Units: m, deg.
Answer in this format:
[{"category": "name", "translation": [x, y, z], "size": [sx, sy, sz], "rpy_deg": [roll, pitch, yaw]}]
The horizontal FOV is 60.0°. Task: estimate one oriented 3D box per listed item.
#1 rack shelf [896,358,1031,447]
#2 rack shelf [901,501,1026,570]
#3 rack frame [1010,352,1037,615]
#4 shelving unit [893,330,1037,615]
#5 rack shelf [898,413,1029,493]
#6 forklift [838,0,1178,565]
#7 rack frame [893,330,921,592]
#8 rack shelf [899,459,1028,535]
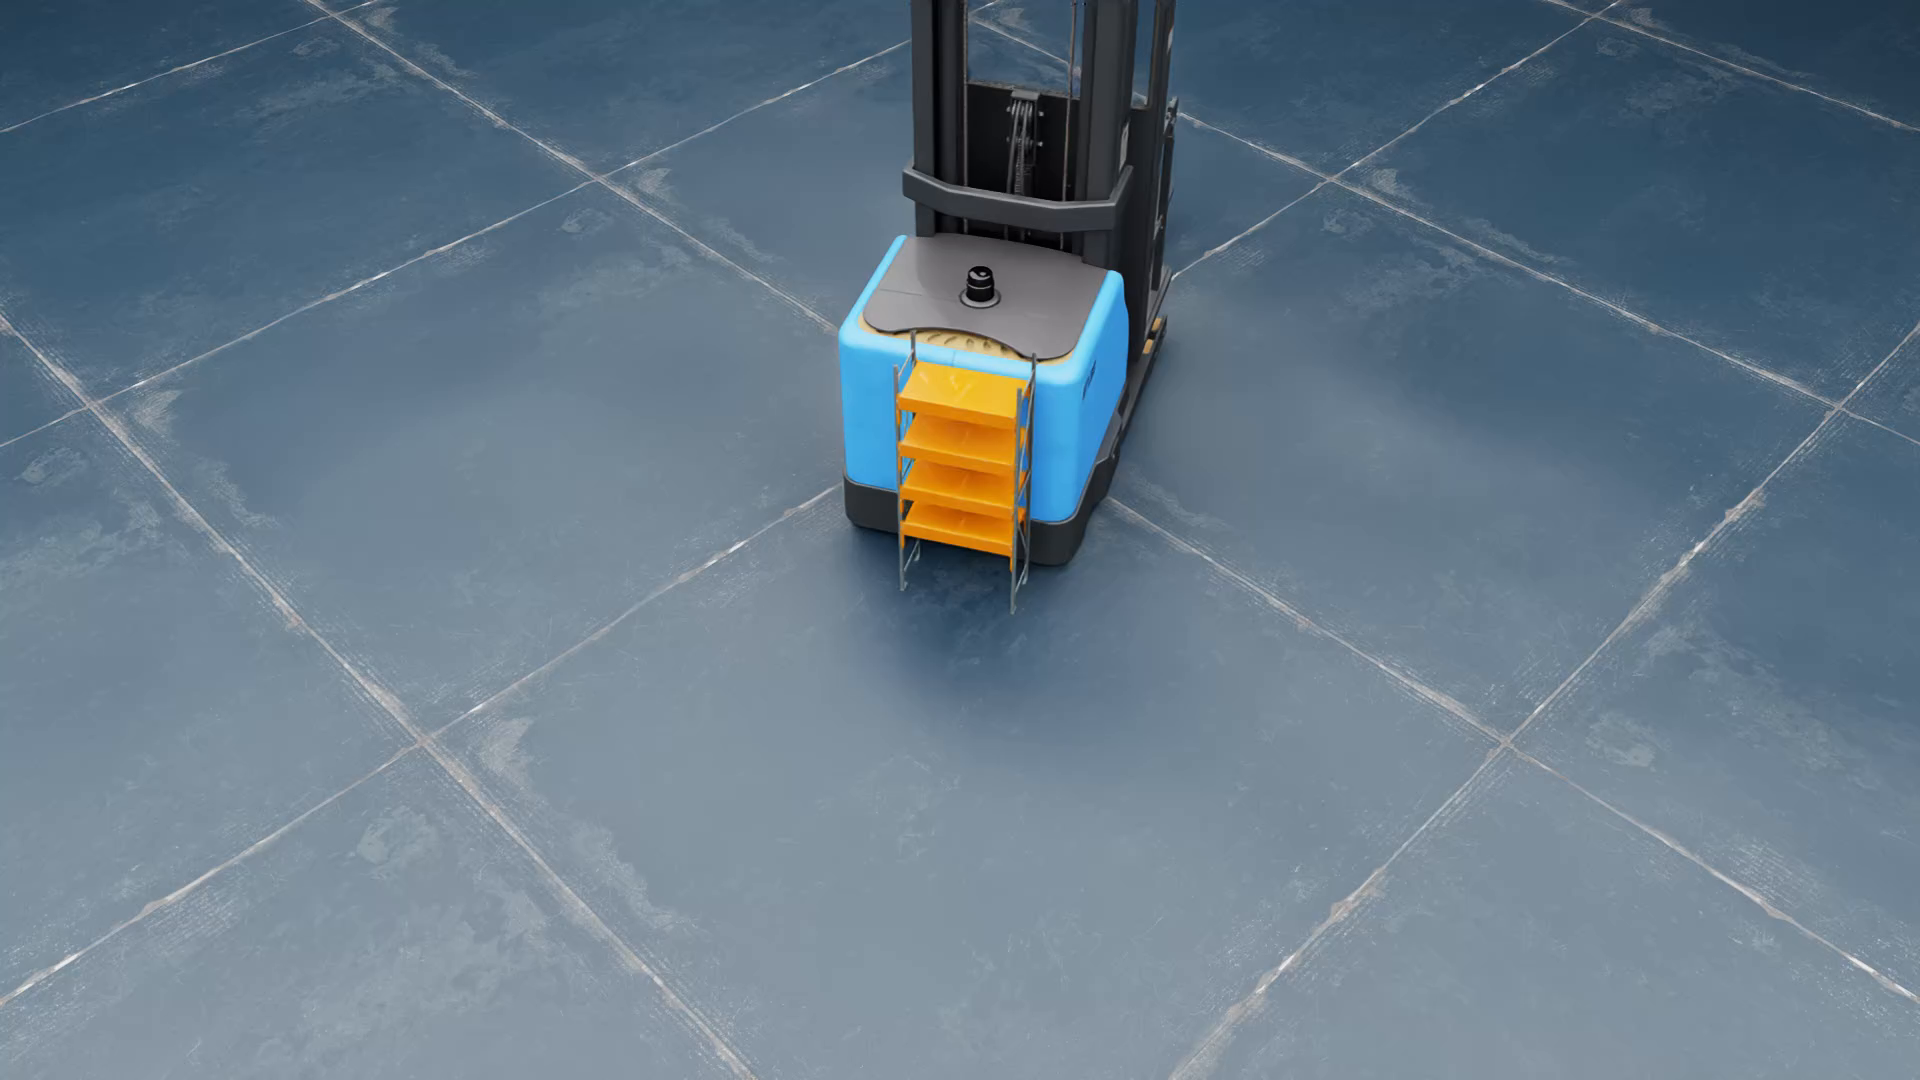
[{"category": "rack shelf", "translation": [0.020, -0.539, 6.488], "size": [0.480, 0.148, 0.258], "rpy_deg": [11, 44, 12]}, {"category": "rack shelf", "translation": [0.020, -0.055, 6.935], "size": [0.480, 0.148, 0.258], "rpy_deg": [11, 44, 12]}, {"category": "rack frame", "translation": [0.254, -0.203, 6.703], "size": [0.015, 1.200, 0.240], "rpy_deg": [11, 44, 12]}, {"category": "shelving unit", "translation": [0.020, -0.251, 6.754], "size": [0.503, 1.200, 0.258], "rpy_deg": [11, 44, 12]}, {"category": "rack shelf", "translation": [0.020, -0.365, 6.648], "size": [0.480, 0.148, 0.258], "rpy_deg": [11, 44, 12]}, {"category": "forklift", "translation": [0.412, -1.982, 7.353], "size": [1.130, 2.935, 3.031], "rpy_deg": [12, 44, 13]}, {"category": "rack frame", "translation": [-0.214, -0.298, 6.806], "size": [0.015, 1.200, 0.240], "rpy_deg": [11, 44, 12]}, {"category": "rack shelf", "translation": [0.020, -0.201, 6.800], "size": [0.480, 0.148, 0.258], "rpy_deg": [11, 44, 12]}]
